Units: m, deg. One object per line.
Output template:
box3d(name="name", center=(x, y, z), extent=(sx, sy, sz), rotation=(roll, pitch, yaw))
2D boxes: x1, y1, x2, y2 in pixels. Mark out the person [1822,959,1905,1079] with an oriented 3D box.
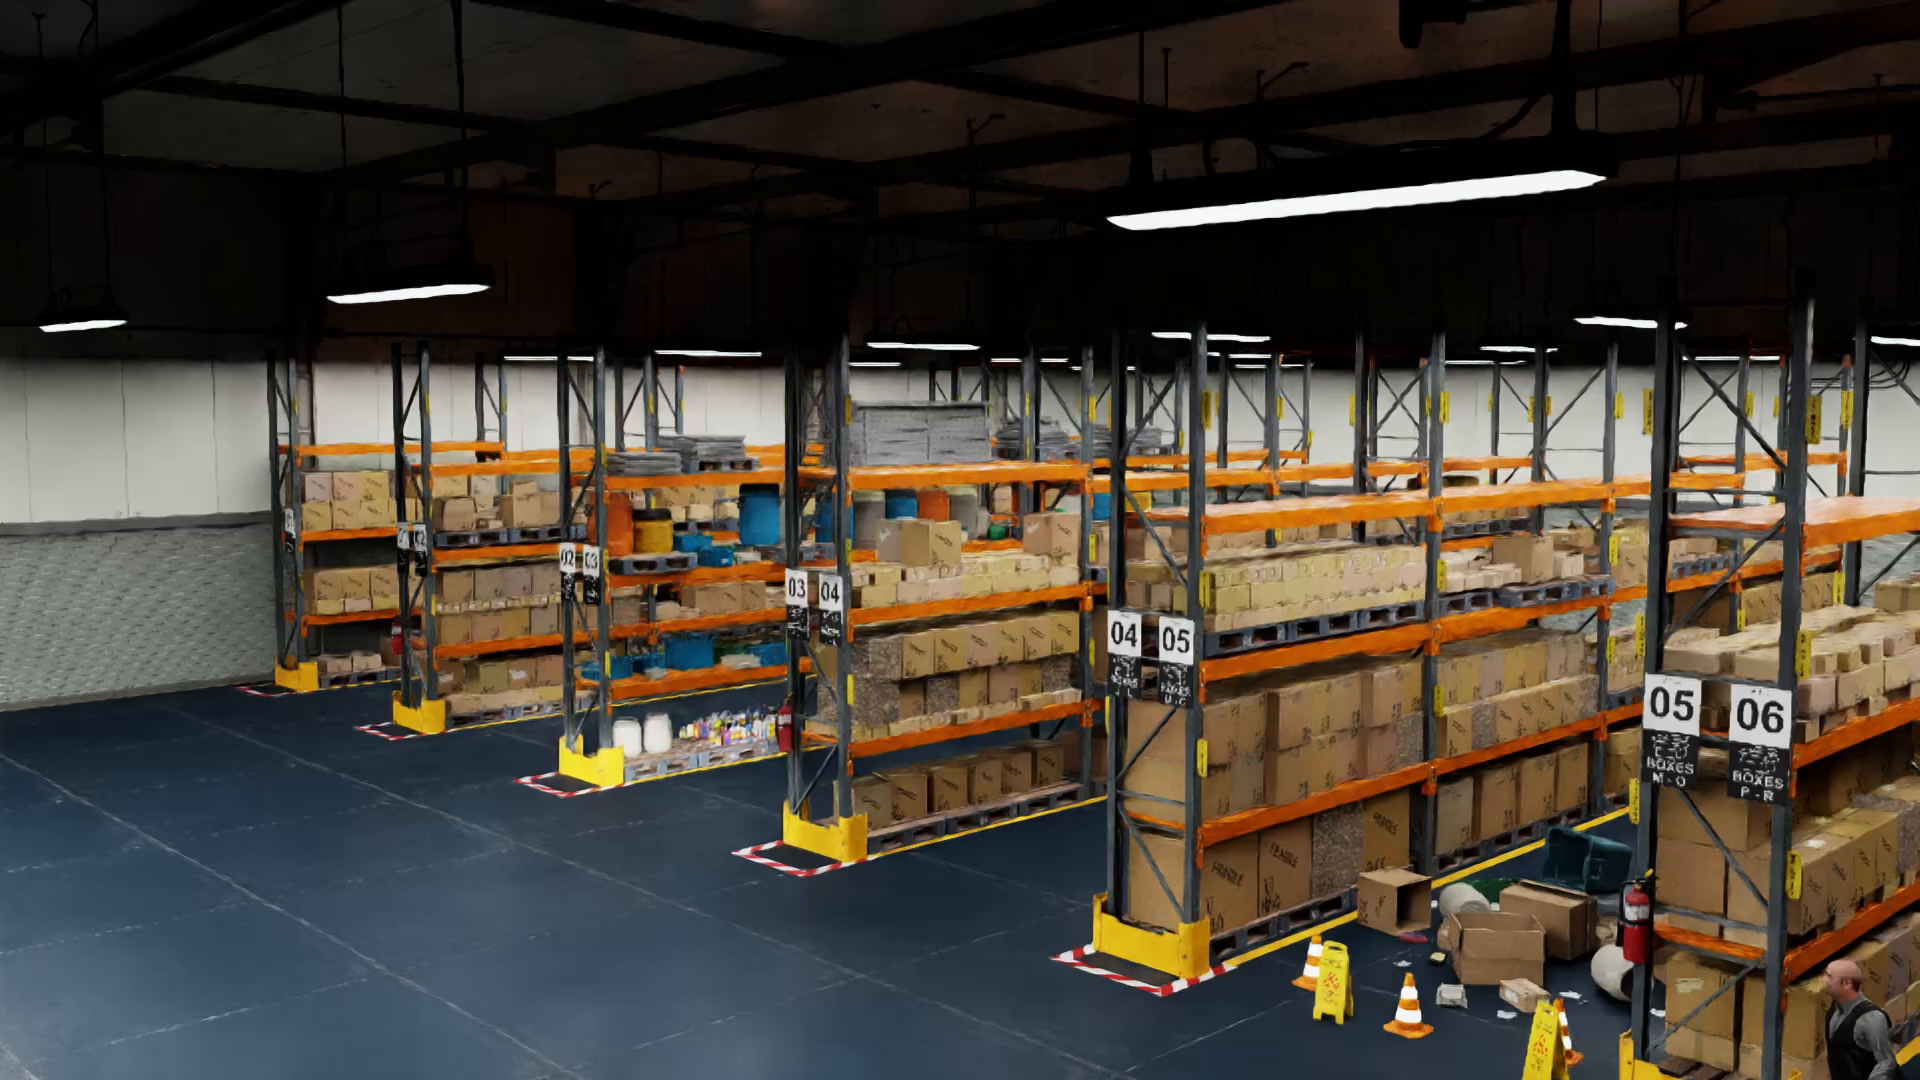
box3d(name="person", center=(5.673, 3.445, 10.292), extent=(0.675, 1.682, 0.635), rotation=(-1, 5, -7))
